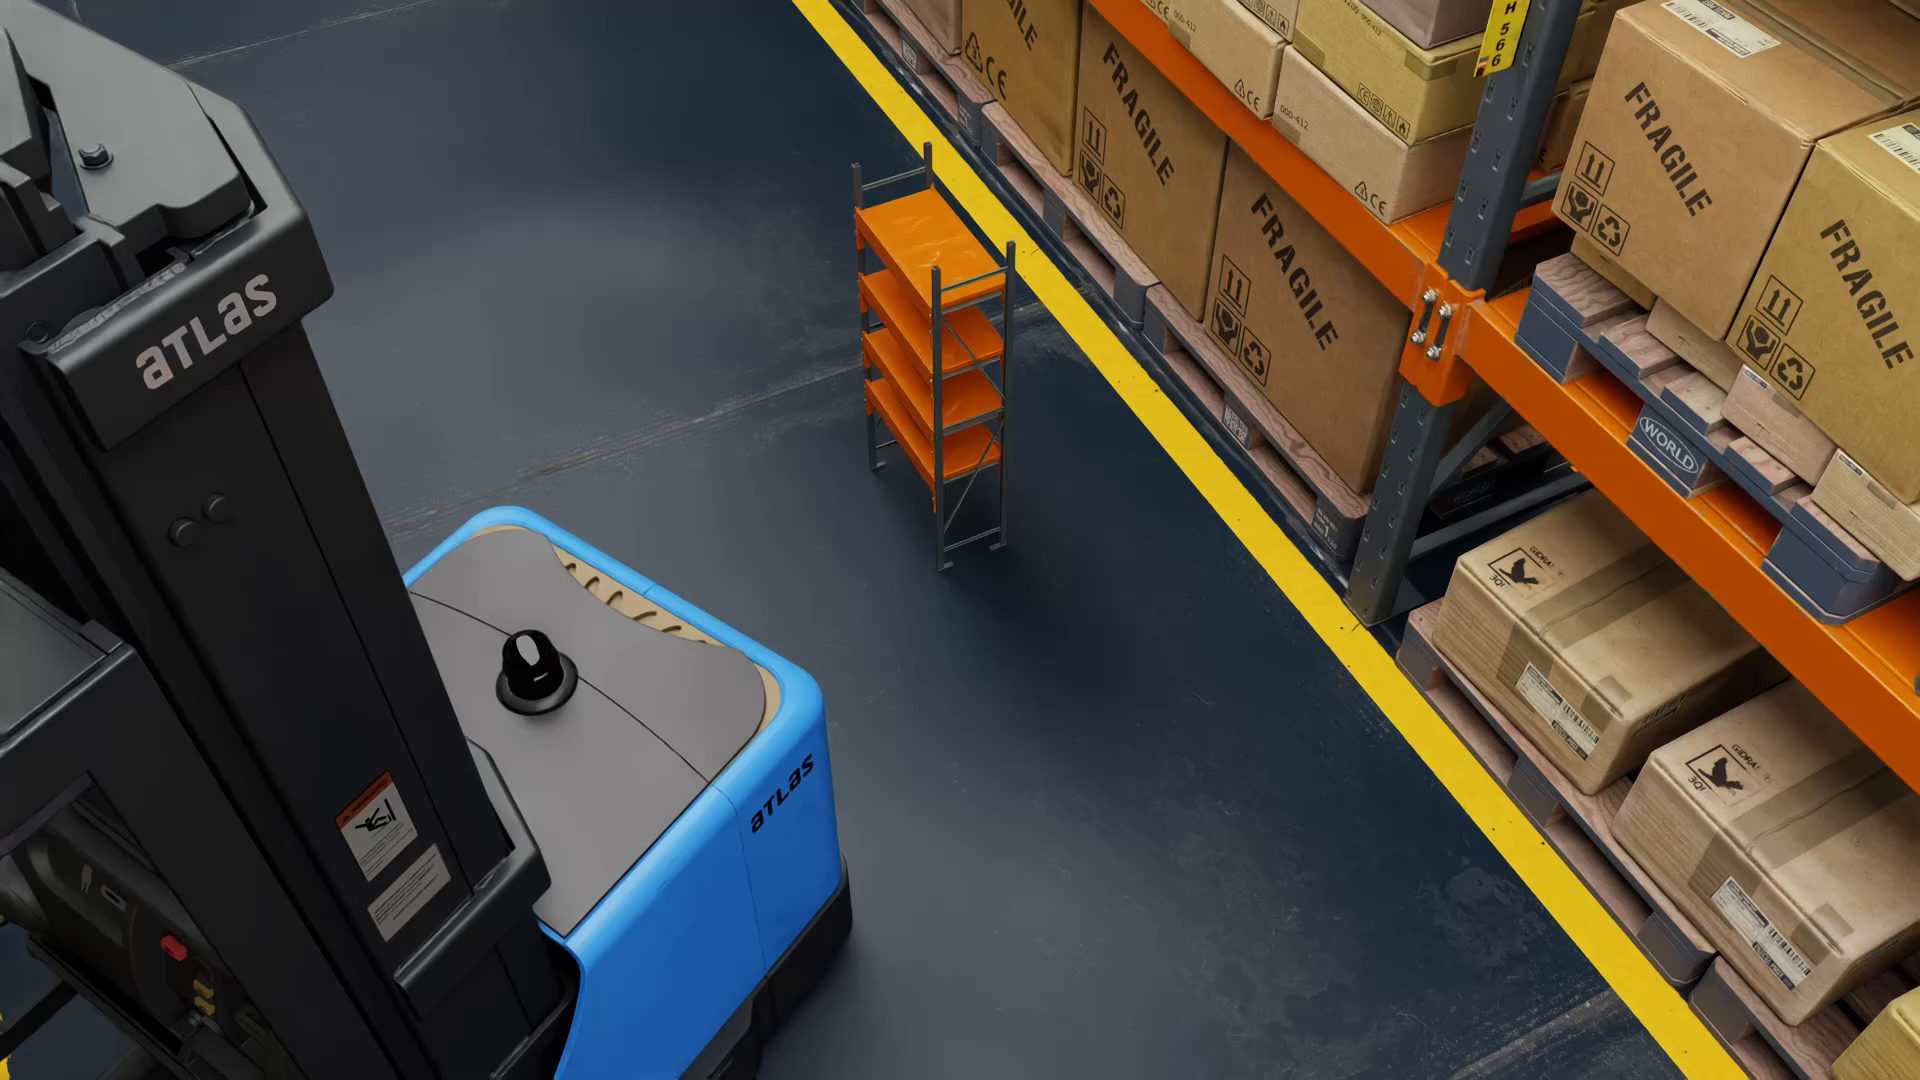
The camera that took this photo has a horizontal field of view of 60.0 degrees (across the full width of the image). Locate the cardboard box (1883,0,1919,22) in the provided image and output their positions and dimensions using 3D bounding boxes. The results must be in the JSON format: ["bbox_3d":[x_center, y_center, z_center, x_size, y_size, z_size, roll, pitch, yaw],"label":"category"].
[{"bbox_3d":[2.096,-0.990,3.580,0.500,0.500,0.500,-23,53,-19],"label":"cardboard box"}]

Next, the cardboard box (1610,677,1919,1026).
[{"bbox_3d":[2.235,0.670,4.138,0.950,0.372,0.625,-22,52,-18],"label":"cardboard box"}]

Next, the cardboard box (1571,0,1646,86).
[{"bbox_3d":[1.628,-1.469,4.309,0.500,0.250,0.500,-22,52,-18],"label":"cardboard box"}]

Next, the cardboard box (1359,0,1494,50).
[{"bbox_3d":[1.171,-1.547,3.880,0.500,0.500,0.500,-22,53,-18],"label":"cardboard box"}]

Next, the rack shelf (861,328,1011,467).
[{"bbox_3d":[-0.076,-0.462,4.946,0.258,0.148,0.480,-21,52,-18],"label":"rack shelf"}]

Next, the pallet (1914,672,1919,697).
[{"bbox_3d":[2.583,0.445,2.996,1.003,0.211,1.213,-21,52,-18],"label":"pallet"}]

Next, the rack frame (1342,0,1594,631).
[{"bbox_3d":[1.641,-0.929,4.070,1.000,3.000,0.127,-21,52,-18],"label":"rack frame"}]

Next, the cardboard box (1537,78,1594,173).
[{"bbox_3d":[1.640,-1.294,4.489,0.500,0.250,0.500,-22,52,-18],"label":"cardboard box"}]

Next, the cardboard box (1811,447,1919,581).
[{"bbox_3d":[1.915,-0.112,3.243,0.380,0.149,0.250,-21,52,-17],"label":"cardboard box"}]

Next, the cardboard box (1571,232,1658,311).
[{"bbox_3d":[1.624,-0.703,3.760,0.380,0.149,0.250,-24,53,-20],"label":"cardboard box"}]

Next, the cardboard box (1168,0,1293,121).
[{"bbox_3d":[0.931,-1.465,4.638,0.500,0.250,0.500,-20,52,-17],"label":"cardboard box"}]

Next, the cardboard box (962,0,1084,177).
[{"bbox_3d":[0.585,-2.056,6.188,0.875,0.875,0.875,-20,52,-16],"label":"cardboard box"}]

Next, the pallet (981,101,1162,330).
[{"bbox_3d":[0.792,-1.380,6.317,1.003,0.211,1.213,-21,52,-18],"label":"pallet"}]

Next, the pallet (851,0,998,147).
[{"bbox_3d":[0.230,-2.198,7.032,1.003,0.211,1.213,-21,52,-18],"label":"pallet"}]

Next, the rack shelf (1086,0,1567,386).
[{"bbox_3d":[0.725,-2.031,5.511,1.077,0.370,4.000,-21,52,-18],"label":"rack shelf"}]

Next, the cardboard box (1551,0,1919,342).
[{"bbox_3d":[1.641,-0.817,3.429,0.500,0.500,0.500,-23,53,-19],"label":"cardboard box"}]

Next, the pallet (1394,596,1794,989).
[{"bbox_3d":[1.997,0.512,4.662,1.003,0.211,1.213,-21,52,-18],"label":"pallet"}]

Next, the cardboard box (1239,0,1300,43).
[{"bbox_3d":[0.955,-1.623,4.444,0.500,0.250,0.500,-22,53,-18],"label":"cardboard box"}]

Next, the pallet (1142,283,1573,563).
[{"bbox_3d":[1.347,-0.565,5.604,1.003,0.211,1.213,-21,52,-18],"label":"pallet"}]

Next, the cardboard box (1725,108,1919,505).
[{"bbox_3d":[1.885,-0.471,3.126,0.500,0.500,0.500,-19,51,-16],"label":"cardboard box"}]

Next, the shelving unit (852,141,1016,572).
[{"bbox_3d":[-0.076,-0.506,4.895,0.258,1.200,0.503,-21,52,-18],"label":"shelving unit"}]

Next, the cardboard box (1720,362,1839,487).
[{"bbox_3d":[1.808,-0.303,3.410,0.380,0.149,0.250,-24,53,-20],"label":"cardboard box"}]

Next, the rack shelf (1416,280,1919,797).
[{"bbox_3d":[2.556,0.646,3.170,1.077,0.370,4.000,-21,52,-18],"label":"rack shelf"}]

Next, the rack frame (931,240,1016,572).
[{"bbox_3d":[0.036,-0.342,4.752,0.240,1.200,0.015,-21,52,-18],"label":"rack frame"}]

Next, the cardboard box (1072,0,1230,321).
[{"bbox_3d":[0.994,-1.457,5.664,0.875,0.875,0.875,-21,52,-17],"label":"cardboard box"}]

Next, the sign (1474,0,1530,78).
[{"bbox_3d":[1.149,-1.117,3.465,0.100,0.325,0.005,-21,52,-18],"label":"sign"}]

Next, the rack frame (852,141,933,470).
[{"bbox_3d":[-0.187,-0.669,5.038,0.240,1.200,0.015,-21,52,-18],"label":"rack frame"}]

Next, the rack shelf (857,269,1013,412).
[{"bbox_3d":[-0.076,-0.609,4.778,0.258,0.148,0.480,-21,52,-18],"label":"rack shelf"}]

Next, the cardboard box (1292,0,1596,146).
[{"bbox_3d":[1.193,-1.281,4.145,0.500,0.250,0.500,-21,52,-18],"label":"cardboard box"}]

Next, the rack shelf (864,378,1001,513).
[{"bbox_3d":[-0.076,-0.331,5.095,0.258,0.148,0.480,-21,52,-18],"label":"rack shelf"}]

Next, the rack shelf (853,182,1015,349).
[{"bbox_3d":[-0.076,-0.764,4.599,0.258,0.148,0.480,-21,52,-18],"label":"rack shelf"}]

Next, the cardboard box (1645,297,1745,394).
[{"bbox_3d":[1.723,-0.502,3.584,0.380,0.149,0.250,-24,53,-20],"label":"cardboard box"}]

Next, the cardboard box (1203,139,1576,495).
[{"bbox_3d":[1.398,-0.859,5.141,0.875,0.875,0.875,-22,52,-18],"label":"cardboard box"}]

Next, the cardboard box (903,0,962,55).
[{"bbox_3d":[0.165,-2.658,6.714,0.875,0.875,0.875,-20,52,-16],"label":"cardboard box"}]

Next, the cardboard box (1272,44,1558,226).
[{"bbox_3d":[1.178,-1.129,4.344,0.500,0.250,0.500,-23,53,-19],"label":"cardboard box"}]

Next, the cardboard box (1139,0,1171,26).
[{"bbox_3d":[0.714,-1.808,4.938,0.500,0.250,0.500,-22,52,-18],"label":"cardboard box"}]

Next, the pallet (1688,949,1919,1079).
[{"bbox_3d":[2.551,1.328,3.948,1.003,0.211,1.213,-21,52,-18],"label":"pallet"}]

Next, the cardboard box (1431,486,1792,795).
[{"bbox_3d":[1.890,0.179,4.567,0.950,0.372,0.625,-24,53,-20],"label":"cardboard box"}]

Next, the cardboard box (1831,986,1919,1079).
[{"bbox_3d":[2.577,1.180,3.692,0.950,0.372,0.625,-20,52,-16],"label":"cardboard box"}]

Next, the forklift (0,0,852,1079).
[{"bbox_3d":[-1.531,0.754,2.643,1.130,2.935,3.031,28,54,22],"label":"forklift"}]

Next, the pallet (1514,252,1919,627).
[{"bbox_3d":[2.061,-0.426,3.757,1.213,0.211,1.003,-21,52,-18],"label":"pallet"}]
